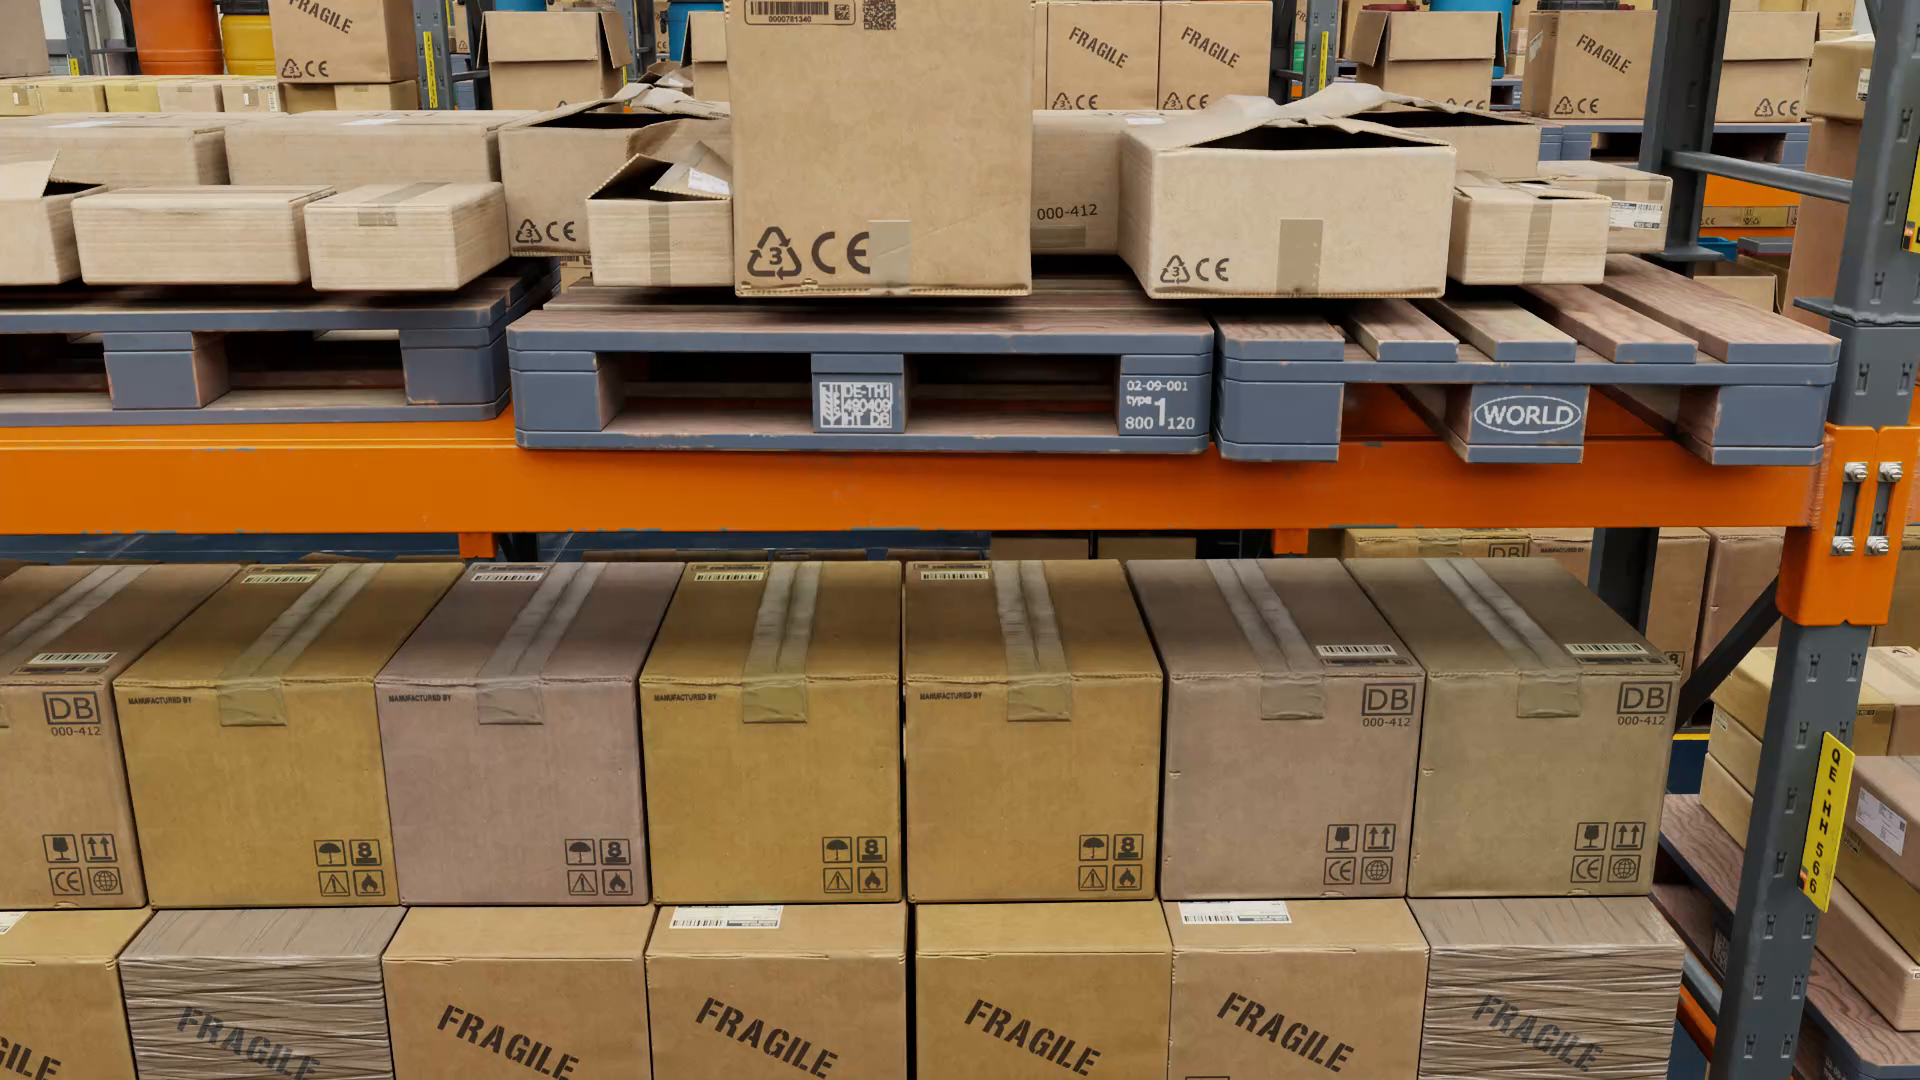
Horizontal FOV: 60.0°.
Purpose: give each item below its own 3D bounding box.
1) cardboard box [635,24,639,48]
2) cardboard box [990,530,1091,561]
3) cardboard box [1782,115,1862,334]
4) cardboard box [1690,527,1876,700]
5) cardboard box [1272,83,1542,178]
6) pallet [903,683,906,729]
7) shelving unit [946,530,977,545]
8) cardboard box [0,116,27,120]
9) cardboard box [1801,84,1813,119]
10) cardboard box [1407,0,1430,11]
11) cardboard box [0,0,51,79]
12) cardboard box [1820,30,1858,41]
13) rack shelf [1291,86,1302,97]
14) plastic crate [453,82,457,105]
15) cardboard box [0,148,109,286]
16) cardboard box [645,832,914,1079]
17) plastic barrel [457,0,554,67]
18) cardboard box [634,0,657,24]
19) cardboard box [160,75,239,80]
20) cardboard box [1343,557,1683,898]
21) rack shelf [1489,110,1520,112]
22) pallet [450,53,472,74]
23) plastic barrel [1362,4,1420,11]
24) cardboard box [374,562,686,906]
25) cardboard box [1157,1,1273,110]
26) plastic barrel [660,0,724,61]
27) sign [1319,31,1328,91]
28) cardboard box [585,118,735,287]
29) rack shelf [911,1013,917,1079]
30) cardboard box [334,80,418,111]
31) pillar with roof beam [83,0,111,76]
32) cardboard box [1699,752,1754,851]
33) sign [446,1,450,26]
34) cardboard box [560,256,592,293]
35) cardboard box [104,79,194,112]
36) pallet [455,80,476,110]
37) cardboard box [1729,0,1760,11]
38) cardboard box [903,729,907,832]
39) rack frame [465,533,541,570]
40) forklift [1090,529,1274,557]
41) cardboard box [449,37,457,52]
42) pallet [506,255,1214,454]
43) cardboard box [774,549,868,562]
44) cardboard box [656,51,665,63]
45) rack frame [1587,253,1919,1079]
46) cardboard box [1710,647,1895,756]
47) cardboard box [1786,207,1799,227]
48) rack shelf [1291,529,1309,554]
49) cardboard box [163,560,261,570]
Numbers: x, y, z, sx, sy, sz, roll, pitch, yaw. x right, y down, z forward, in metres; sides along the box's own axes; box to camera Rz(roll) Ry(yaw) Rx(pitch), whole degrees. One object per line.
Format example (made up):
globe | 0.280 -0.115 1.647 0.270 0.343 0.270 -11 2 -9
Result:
cardboard box | -3.576 -5.341 17.605 0.500 0.311 0.500 -1 18 -4
cardboard box | 0.425 0.035 8.672 0.500 0.250 0.500 2 18 5
cardboard box | 2.168 -0.648 3.581 0.500 0.500 0.500 0 18 -1
cardboard box | 4.091 0.200 8.806 0.875 0.875 1.225 -1 18 -3
cardboard box | 0.874 -0.788 3.479 0.500 0.311 0.500 0 18 -1
pallet | -0.374 0.729 8.928 1.213 0.211 1.003 0 18 -1
shelving unit | 0.008 -0.429 11.410 0.210 0.900 0.258 0 18 -1
cardboard box | -4.358 -1.858 7.764 0.500 0.250 0.500 0 18 1
cardboard box | 4.133 -2.173 8.225 0.250 0.149 0.380 -1 18 -3
cardboard box | 4.966 -5.395 17.530 0.600 0.600 0.600 -2 18 -6
cardboard box | -4.829 -2.508 8.077 0.500 0.500 0.500 0 18 -1
cardboard box | 8.961 -5.185 17.318 0.500 0.250 0.500 0 18 -1
rack shelf | 3.471 -4.728 17.642 4.000 0.370 1.077 0 18 -1
plastic crate | -4.035 -3.503 12.993 0.450 0.188 0.336 0 18 -1
cardboard box | -1.790 -0.611 2.998 0.396 0.266 0.258 -1 18 -2
cardboard box | -0.356 0.953 3.501 0.500 0.500 0.500 0 18 0
plastic barrel | -3.450 -3.995 12.672 0.708 0.901 0.600 0 18 -1
cardboard box | -4.176 -6.991 21.685 0.500 0.500 0.500 -1 18 -3
cardboard box | -3.754 -2.221 8.242 0.250 0.149 0.380 -1 18 -2
cardboard box | 1.152 0.384 3.639 0.500 0.500 0.700 0 18 -1
rack shelf | 3.546 -3.215 12.926 4.000 0.370 1.077 0 18 -1
pallet | -4.597 -4.982 17.402 1.213 0.211 1.003 0 18 -1
plastic barrel | 3.316 -3.867 12.871 0.433 0.535 0.433 0 18 0
cardboard box | -0.882 0.395 3.606 0.500 0.500 0.700 0 18 0
cardboard box | 1.151 -2.242 7.733 0.500 0.500 0.500 0 18 1
plastic barrel | -1.948 -3.836 12.863 0.708 0.901 0.600 0 18 -1
sign | 1.631 -2.115 7.474 0.005 0.325 0.100 0 18 -1
cardboard box | -0.524 -0.628 3.053 0.258 0.266 0.396 0 18 -1
rack shelf | -0.398 1.261 3.884 4.000 0.370 1.077 0 18 -1
cardboard box | -2.696 -2.044 7.692 0.250 0.149 0.380 0 18 1
pillar with roof beam | -11.854 -6.887 18.285 0.400 9.000 9.100 0 18 -1
cardboard box | 2.087 0.686 4.224 0.250 0.149 0.380 0 18 0
sign | -6.601 -6.785 21.448 0.005 0.325 0.100 0 18 -1
cardboard box | -1.579 -1.034 8.191 1.000 1.000 1.000 0 18 0
cardboard box | -3.749 -2.055 7.726 0.250 0.149 0.380 0 18 1
pallet | -3.173 -3.405 12.650 1.003 0.211 1.213 0 18 -1
cardboard box | 7.958 -5.604 17.394 0.500 0.500 0.700 0 18 -1
cardboard box | -0.362 0.788 4.016 0.500 0.500 0.500 0 18 -1
rack frame | -2.375 -0.587 8.468 0.127 3.000 1.000 0 18 -1
forklift | 2.343 -1.382 11.056 3.031 2.935 1.130 0 18 1
cardboard box | -5.348 -5.121 17.184 0.250 0.149 0.380 0 18 -1
pallet | -0.160 -0.404 3.295 1.213 0.211 1.003 1 18 2
cardboard box | -0.724 0.398 8.769 0.500 0.500 0.700 -2 18 -6
cardboard box | -4.170 -6.521 21.857 0.500 0.500 0.500 -1 18 -3
rack frame | 1.601 0.909 3.804 0.127 3.000 1.000 0 18 -1
cardboard box | 2.084 0.403 4.131 0.250 0.149 0.380 -1 18 -3
cardboard box | 9.027 -3.633 17.799 0.500 0.500 0.500 0 18 1
rack shelf | 3.624 -0.274 8.668 4.000 0.370 1.077 0 18 -1
cardboard box | -3.968 0.425 8.718 0.500 0.500 0.500 -2 18 -6
